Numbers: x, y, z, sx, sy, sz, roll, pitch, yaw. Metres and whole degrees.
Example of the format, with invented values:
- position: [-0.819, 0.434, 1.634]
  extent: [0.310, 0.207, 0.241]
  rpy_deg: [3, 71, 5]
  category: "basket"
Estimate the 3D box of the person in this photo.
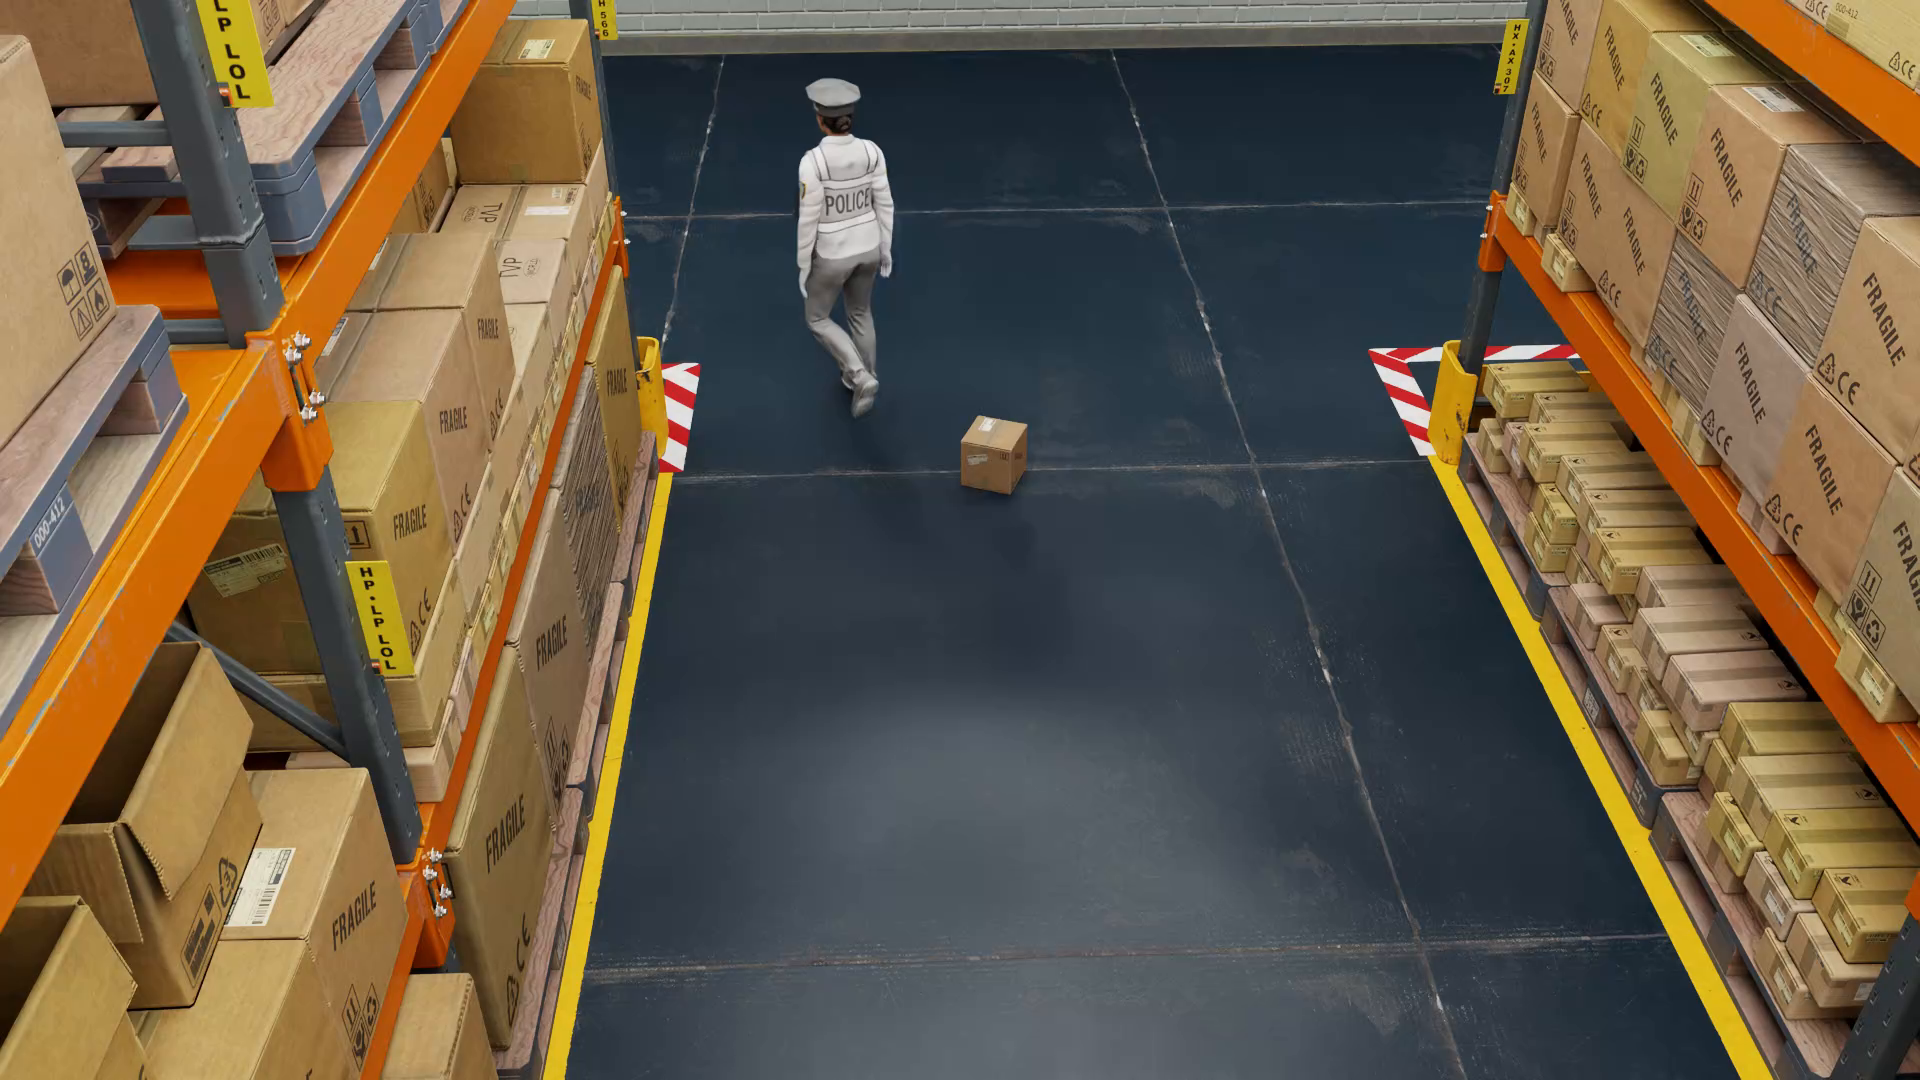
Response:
- position: [-0.536, -1.350, 8.000]
  extent: [0.520, 1.653, 0.577]
  rpy_deg: [-20, 40, -26]
  category: "person"
